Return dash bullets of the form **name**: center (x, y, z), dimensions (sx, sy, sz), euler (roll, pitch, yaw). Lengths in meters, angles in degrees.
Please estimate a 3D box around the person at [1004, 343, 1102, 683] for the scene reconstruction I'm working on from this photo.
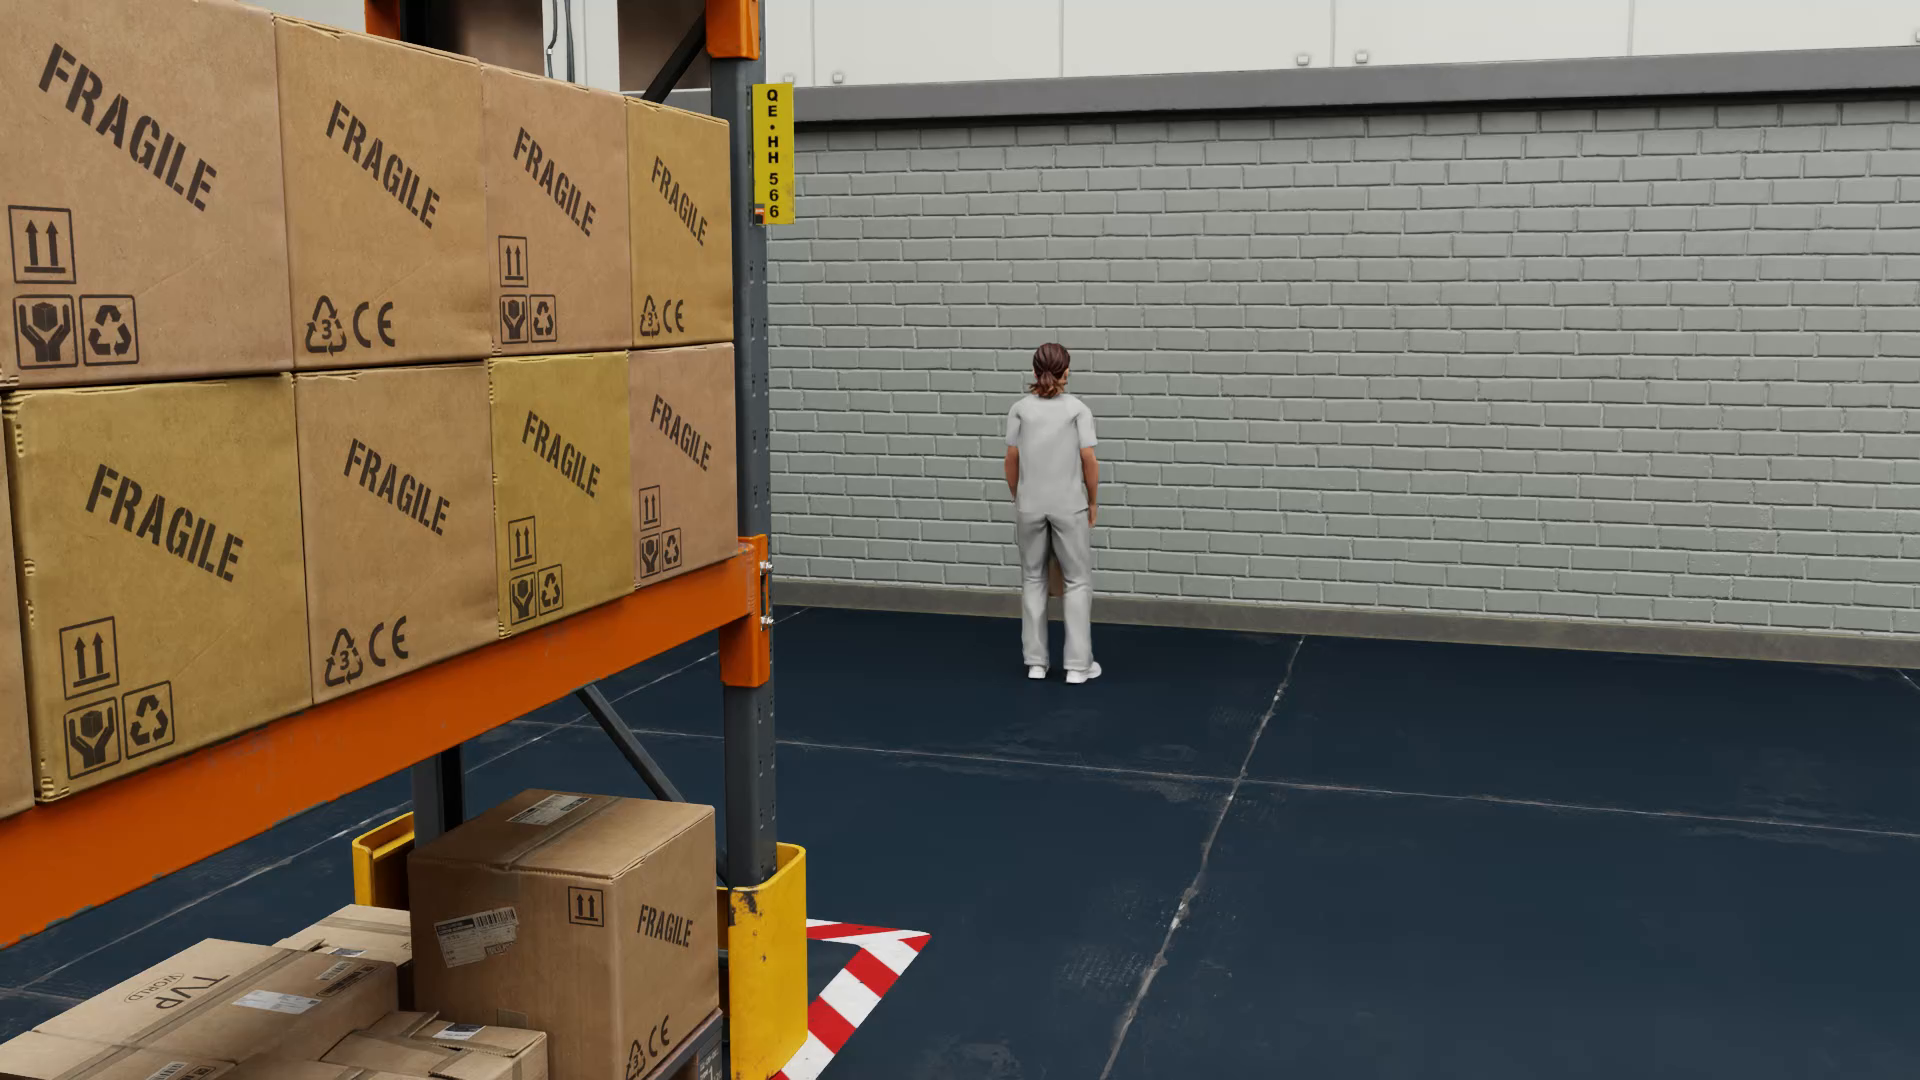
- **person**: center (0.464, -0.129, 8.269), dimensions (0.475, 1.656, 0.415), euler (2, 9, 15)
